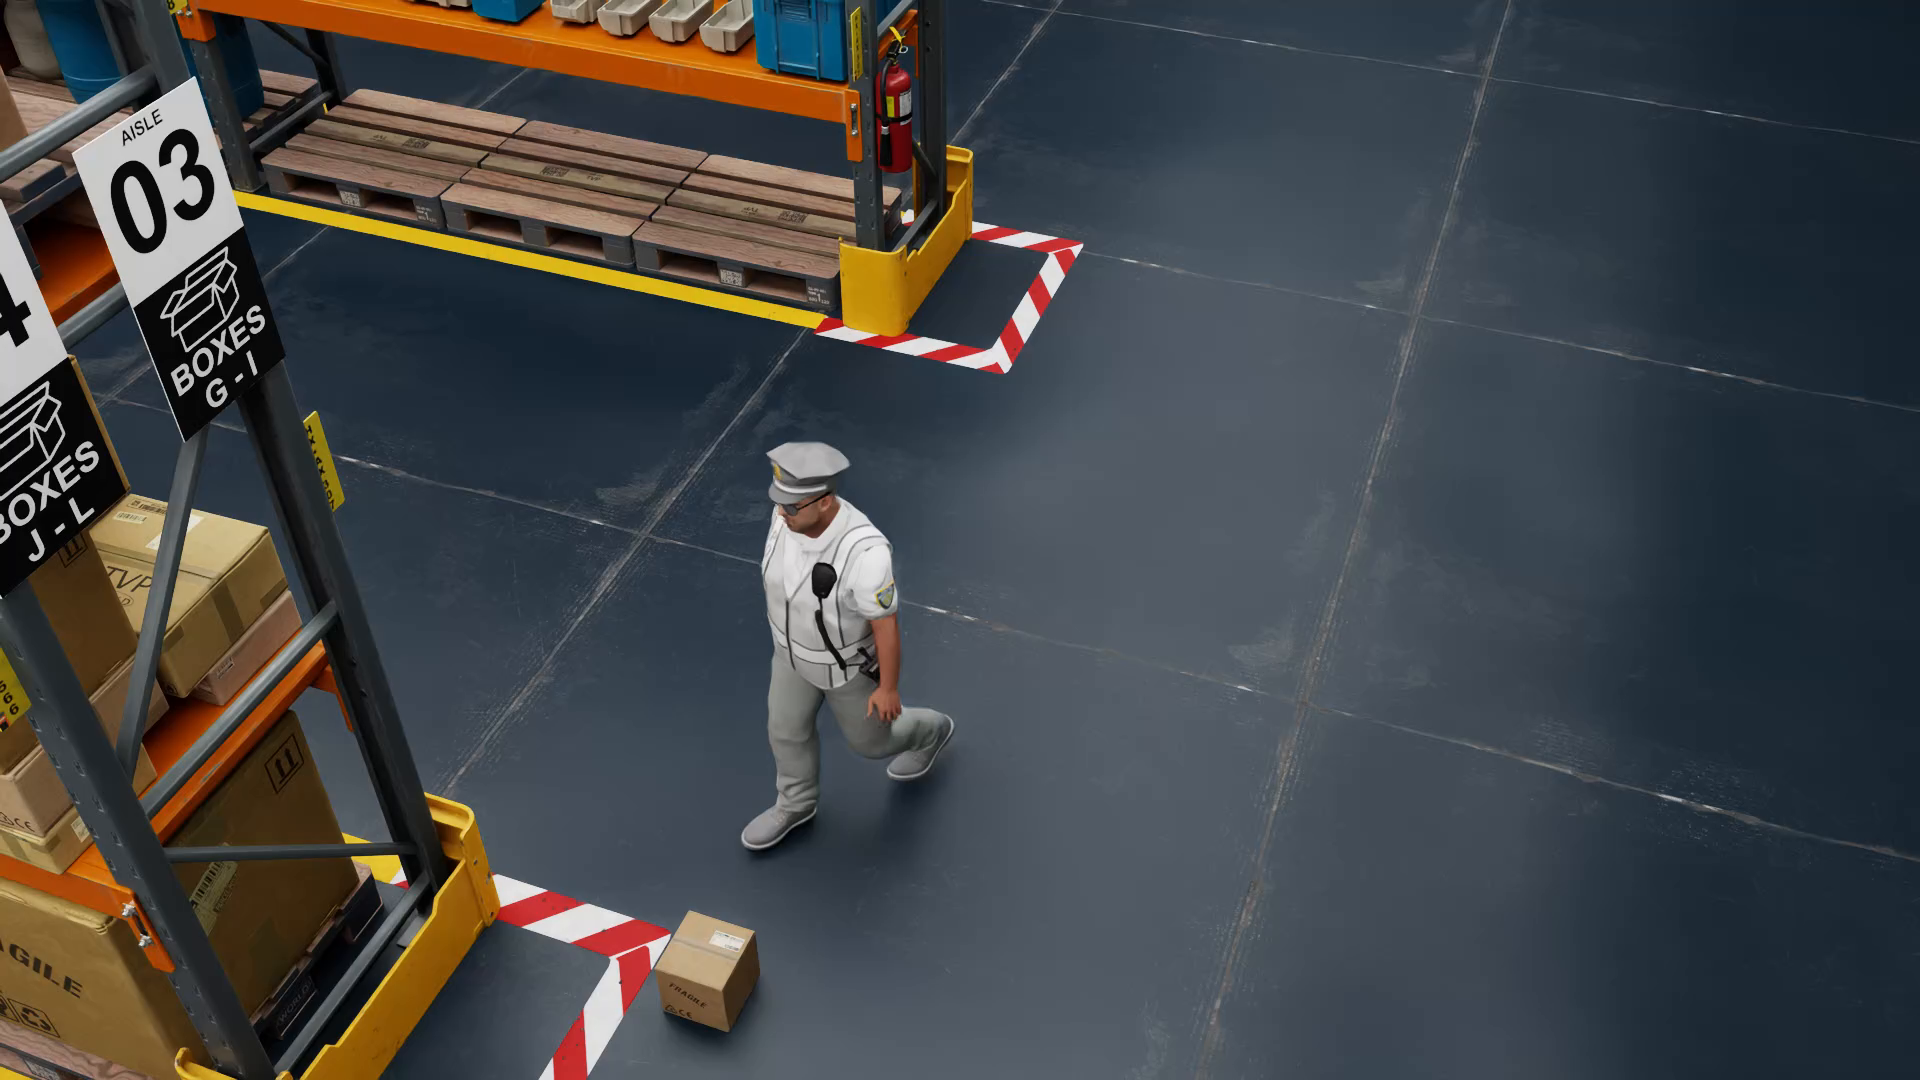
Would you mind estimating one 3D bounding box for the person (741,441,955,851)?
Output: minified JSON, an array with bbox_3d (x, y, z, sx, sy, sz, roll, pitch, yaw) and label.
[{"bbox_3d":[-0.400,0.346,5.743,0.601,1.728,0.870,29,49,29],"label":"person"}]
